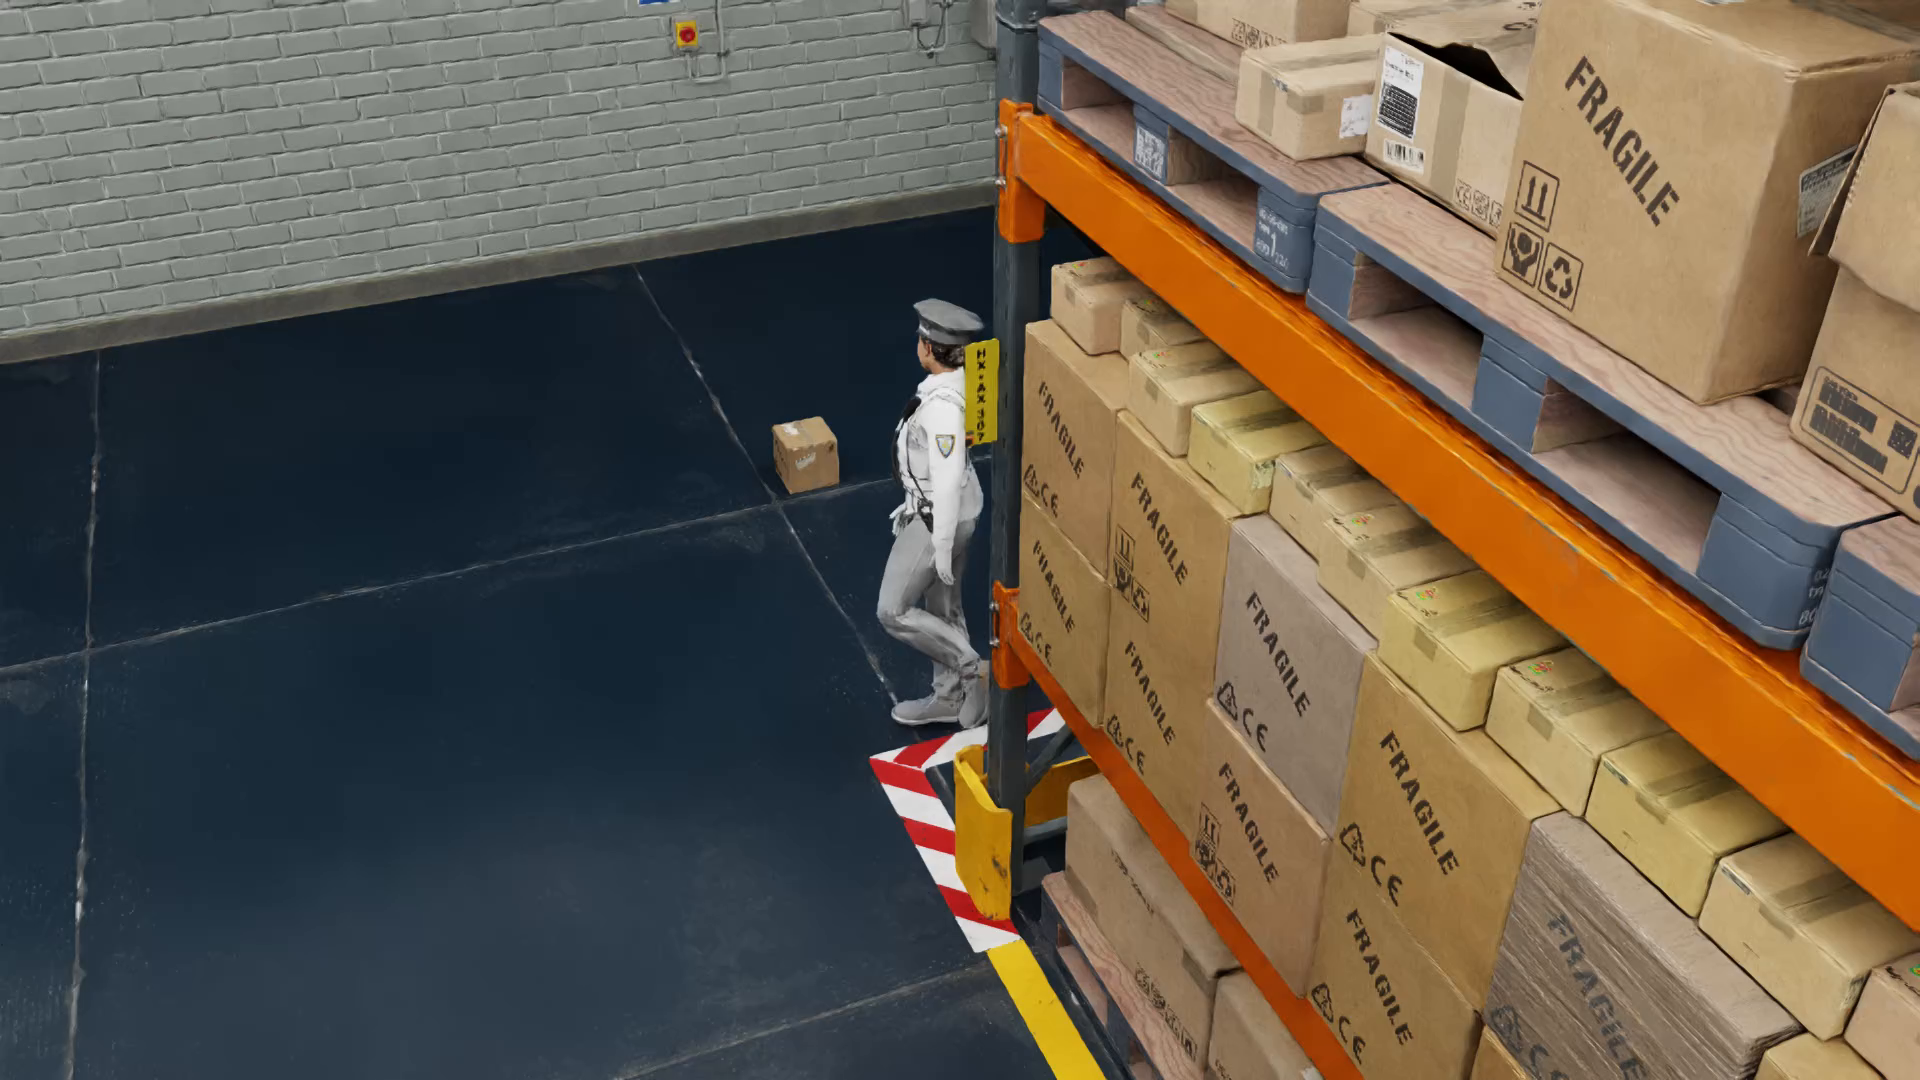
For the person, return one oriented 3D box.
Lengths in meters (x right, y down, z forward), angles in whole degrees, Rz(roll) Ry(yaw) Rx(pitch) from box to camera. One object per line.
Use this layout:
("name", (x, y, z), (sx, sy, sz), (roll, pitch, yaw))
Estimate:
("person", (-0.045, -0.059, 6.224), (0.488, 1.625, 0.625), (6, 34, 9))
